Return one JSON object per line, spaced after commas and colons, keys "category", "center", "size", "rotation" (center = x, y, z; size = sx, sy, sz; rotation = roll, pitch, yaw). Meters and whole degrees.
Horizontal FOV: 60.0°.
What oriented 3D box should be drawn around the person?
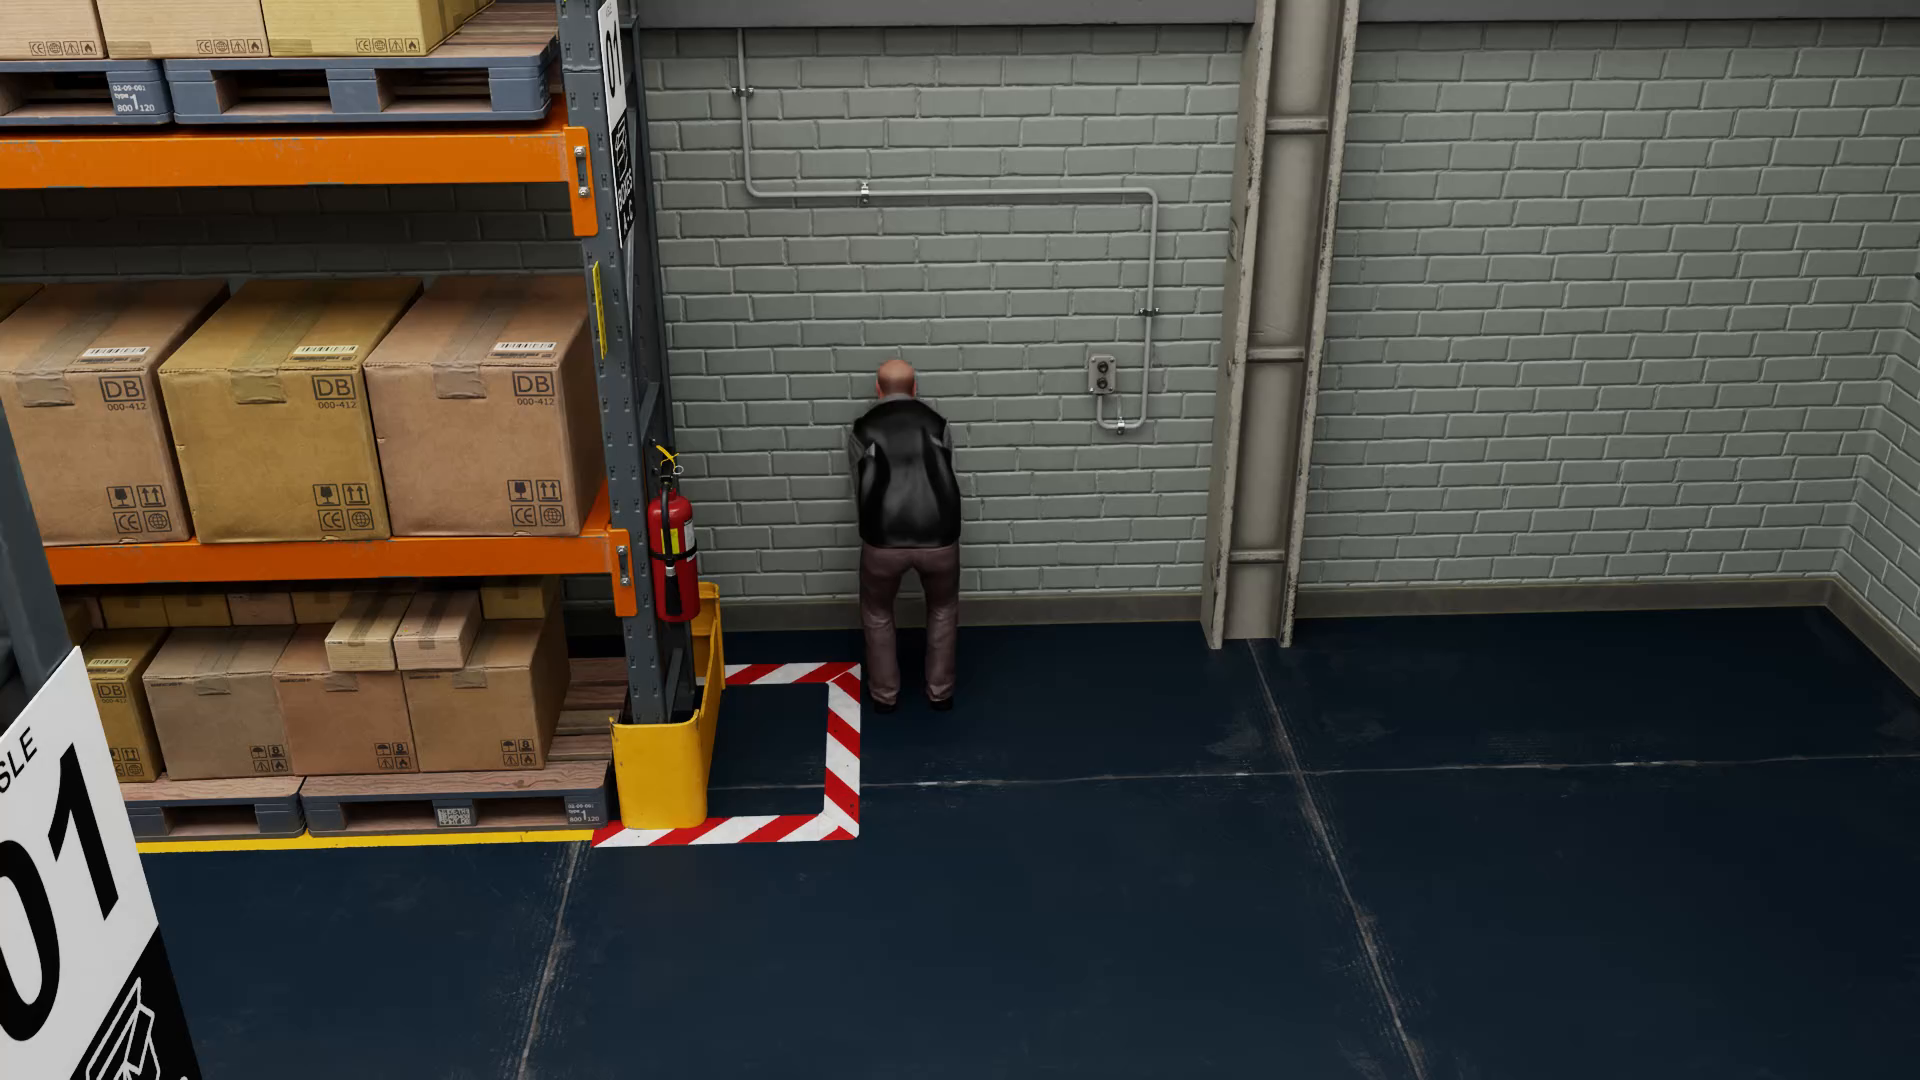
{"category": "person", "center": [-0.250, 0.043, 7.451], "size": [0.469, 1.369, 0.798], "rotation": [-3, 28, -6]}
